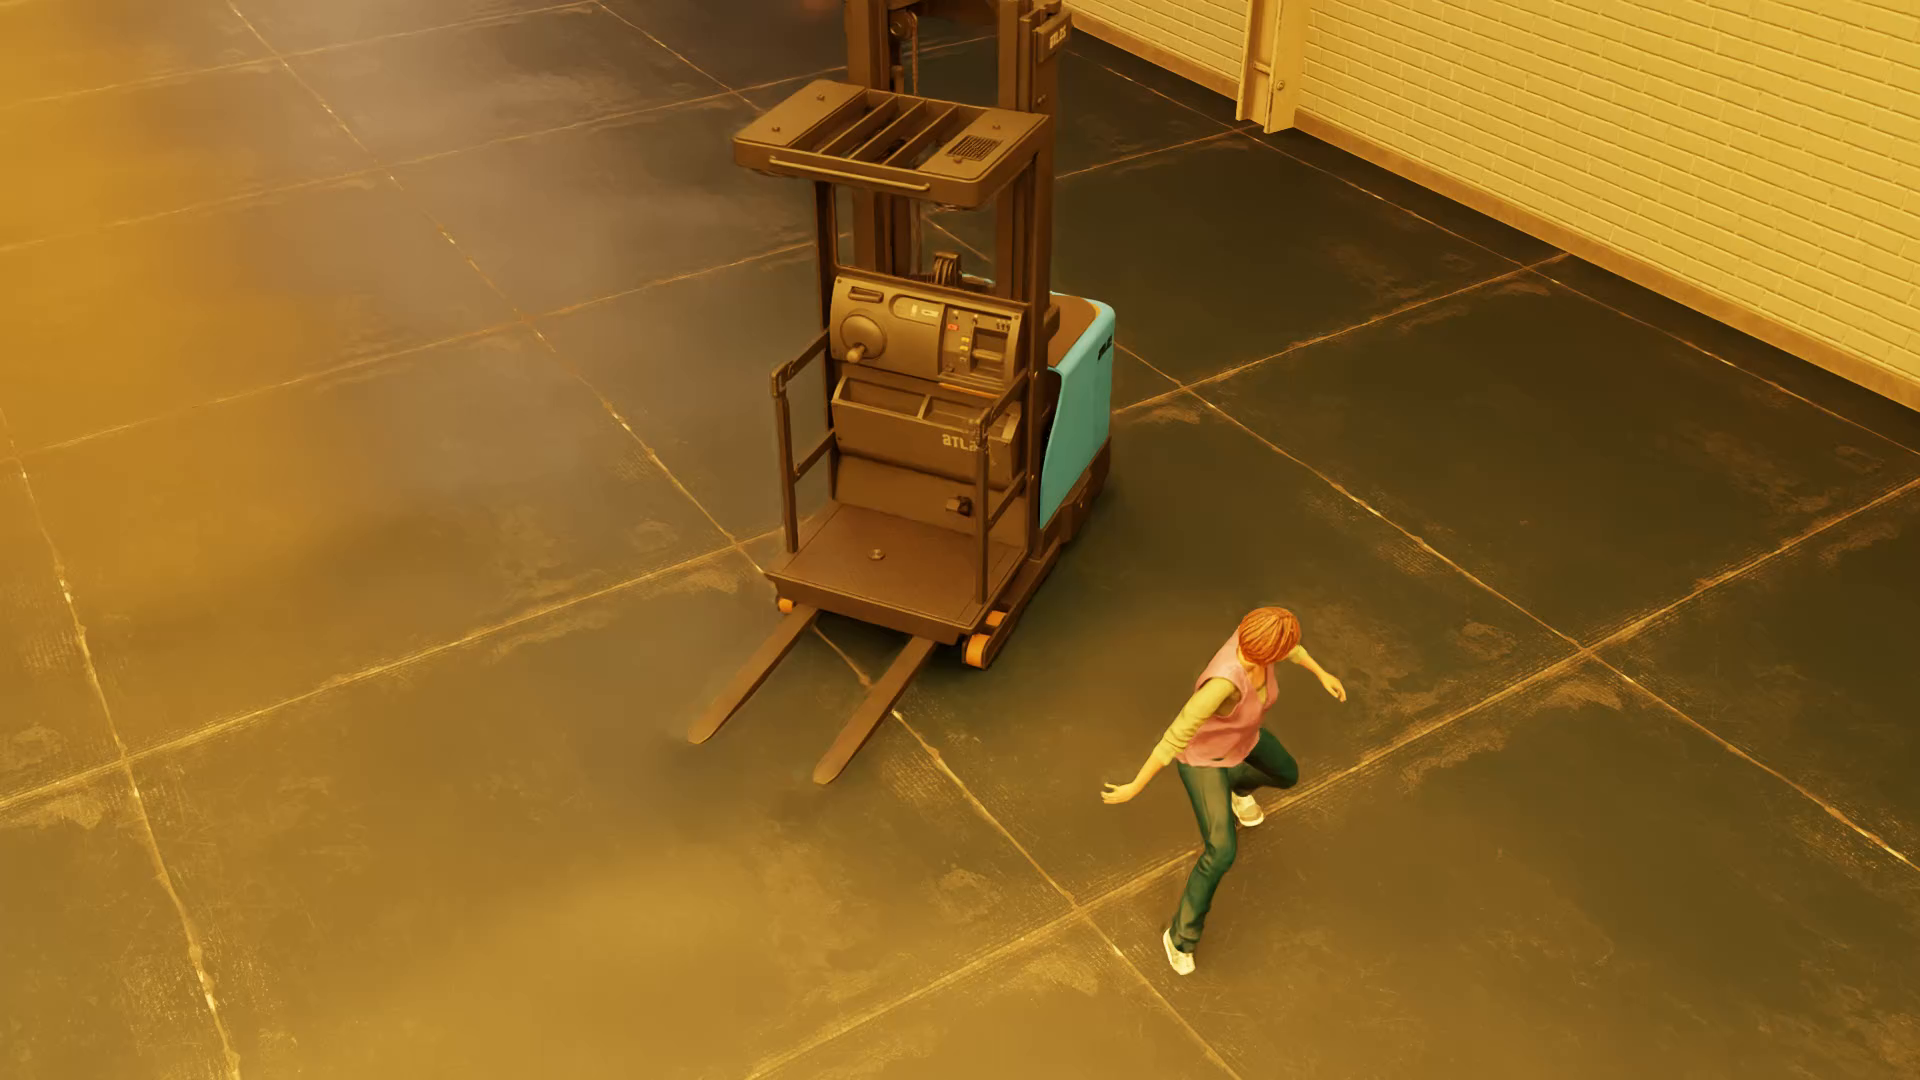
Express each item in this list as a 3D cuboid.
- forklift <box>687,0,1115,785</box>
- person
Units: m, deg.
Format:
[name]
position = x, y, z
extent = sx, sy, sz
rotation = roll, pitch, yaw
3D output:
[forklift]
position = -0.247, -0.878, 7.397
extent = 1.130, 2.935, 3.031
rotation = 14, 38, 19
[person]
position = 0.986, 0.853, 6.303
extent = 0.498, 1.522, 0.984
rotation = 27, 43, 33
